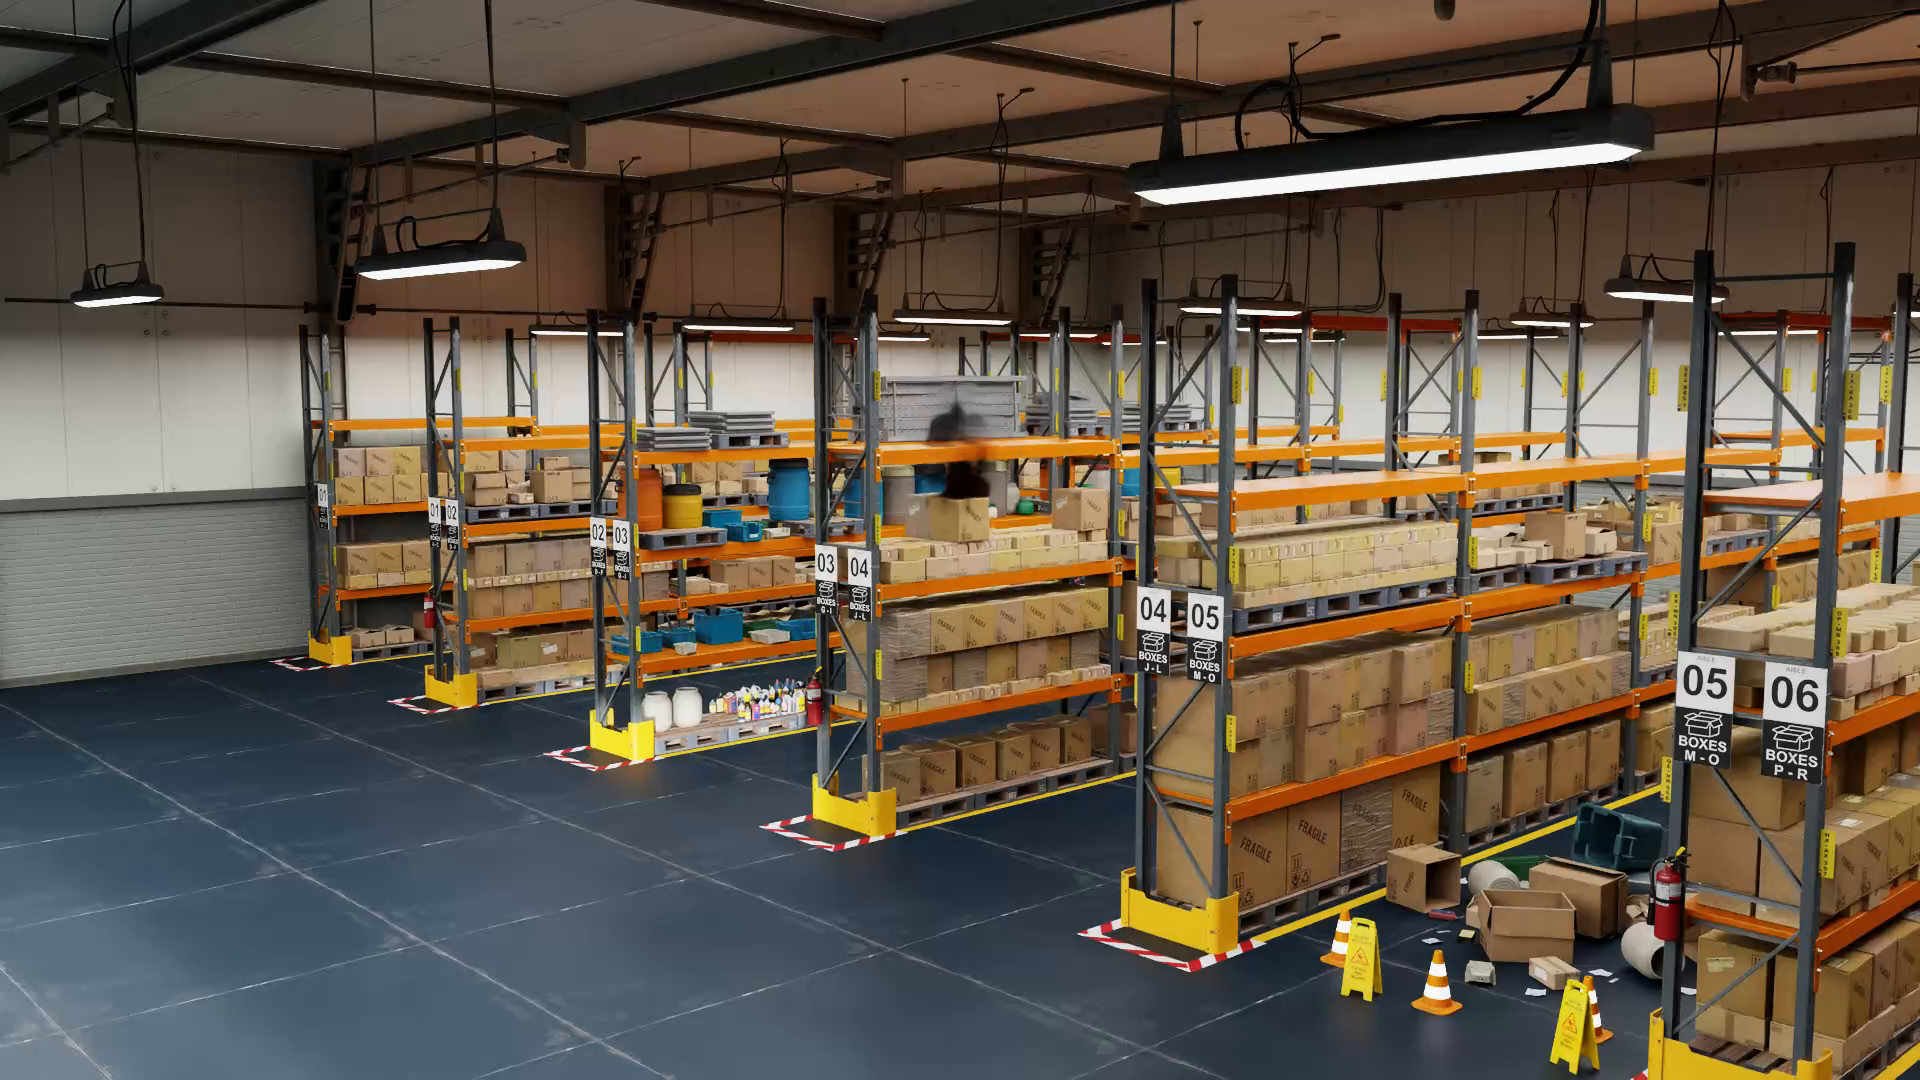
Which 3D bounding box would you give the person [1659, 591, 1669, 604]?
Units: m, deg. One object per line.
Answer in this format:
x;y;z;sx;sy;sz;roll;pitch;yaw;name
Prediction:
10.945;1.680;25.968;0.711;1.797;0.635;-4;7;-37;person
